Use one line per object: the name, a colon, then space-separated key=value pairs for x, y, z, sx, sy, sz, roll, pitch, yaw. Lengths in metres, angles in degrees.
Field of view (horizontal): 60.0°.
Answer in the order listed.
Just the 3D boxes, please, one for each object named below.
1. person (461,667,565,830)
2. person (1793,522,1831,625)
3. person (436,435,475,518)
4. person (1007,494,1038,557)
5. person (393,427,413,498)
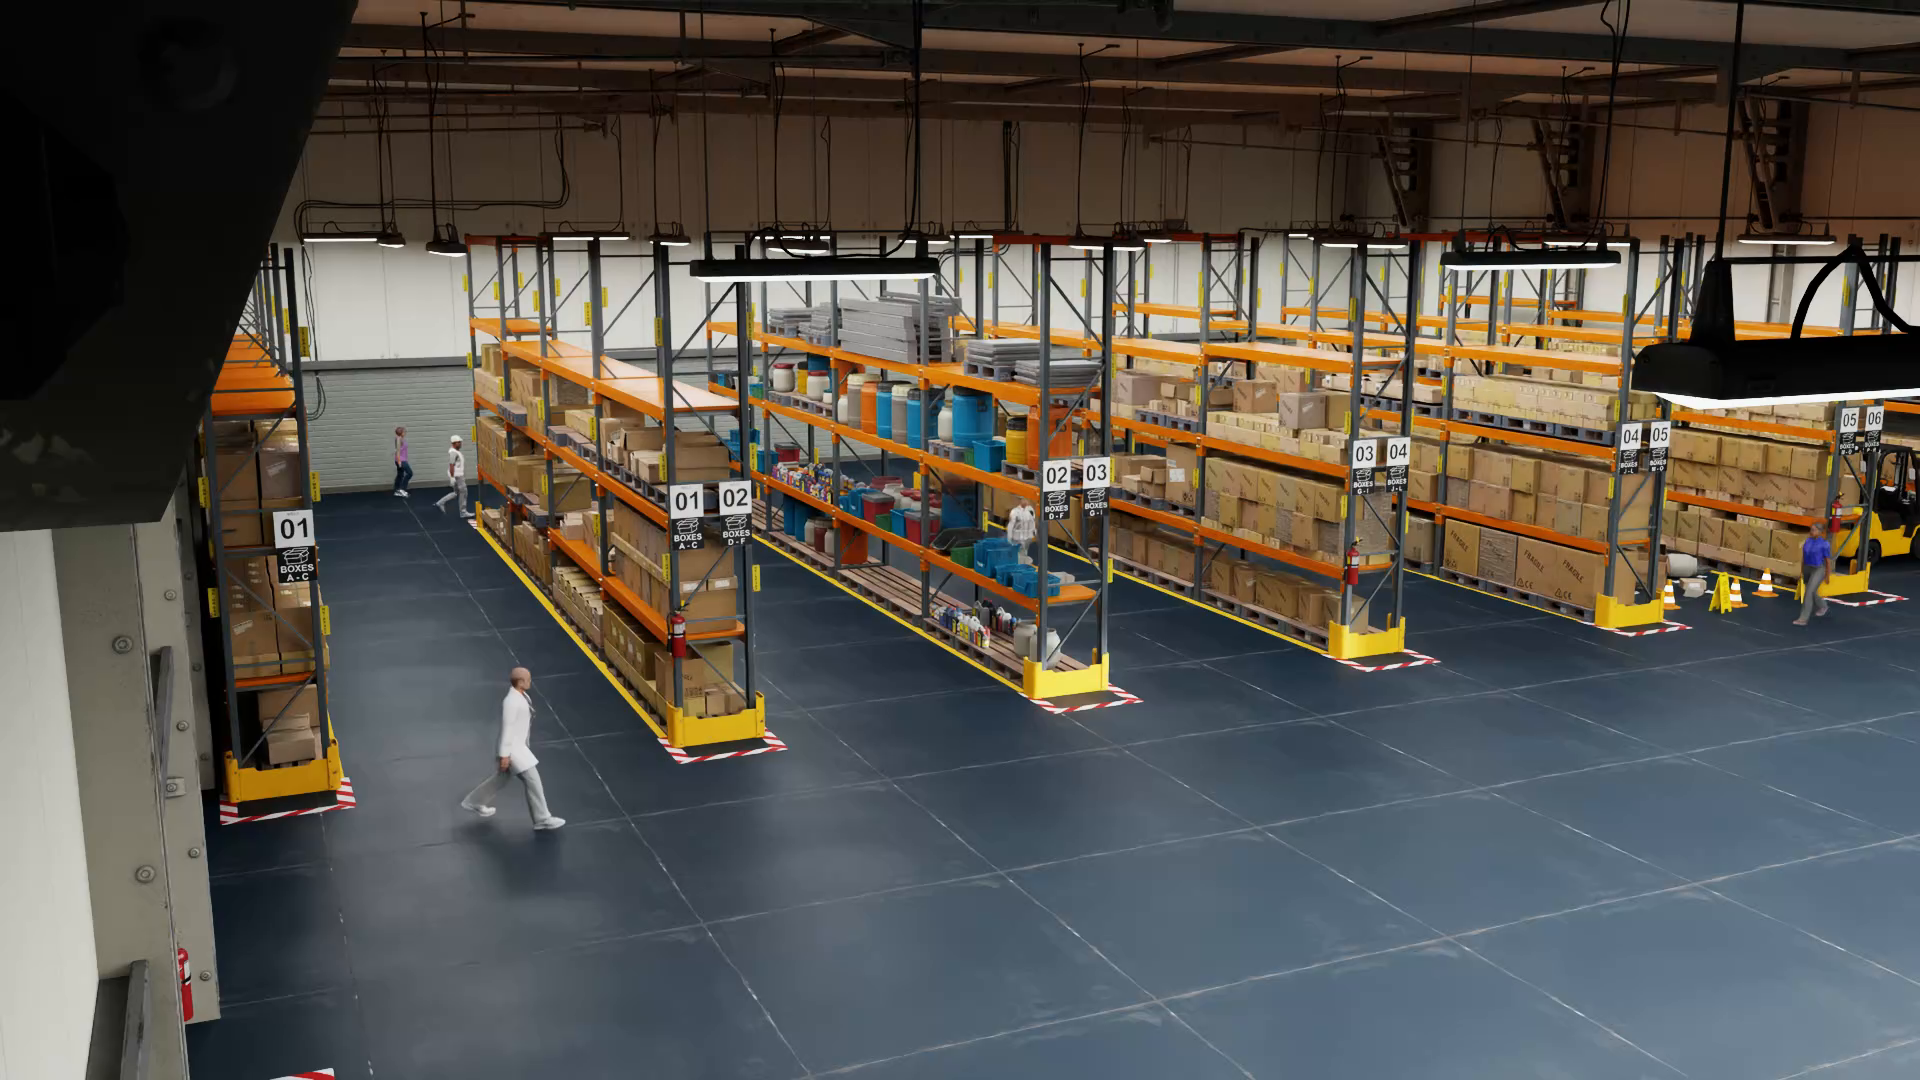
person: x=-4.711 y=2.170 z=17.406 sx=1.170 sy=1.724 sz=0.608 roll=1 pitch=11 yaw=3
person: x=13.488 y=0.510 z=26.195 sx=0.965 sy=1.611 sz=0.446 roll=-5 pitch=12 yaw=-25
person: x=-10.786 y=-1.355 z=35.412 sx=0.768 sy=1.769 sz=0.523 roll=-5 pitch=12 yaw=-25
person: x=1.049 y=-0.012 z=27.248 sx=0.496 sy=1.641 sz=0.949 roll=-10 pitch=15 yaw=-41
person: x=-12.825 y=-1.791 z=38.182 sx=0.447 sy=1.624 sz=0.430 roll=-5 pitch=12 yaw=-23
